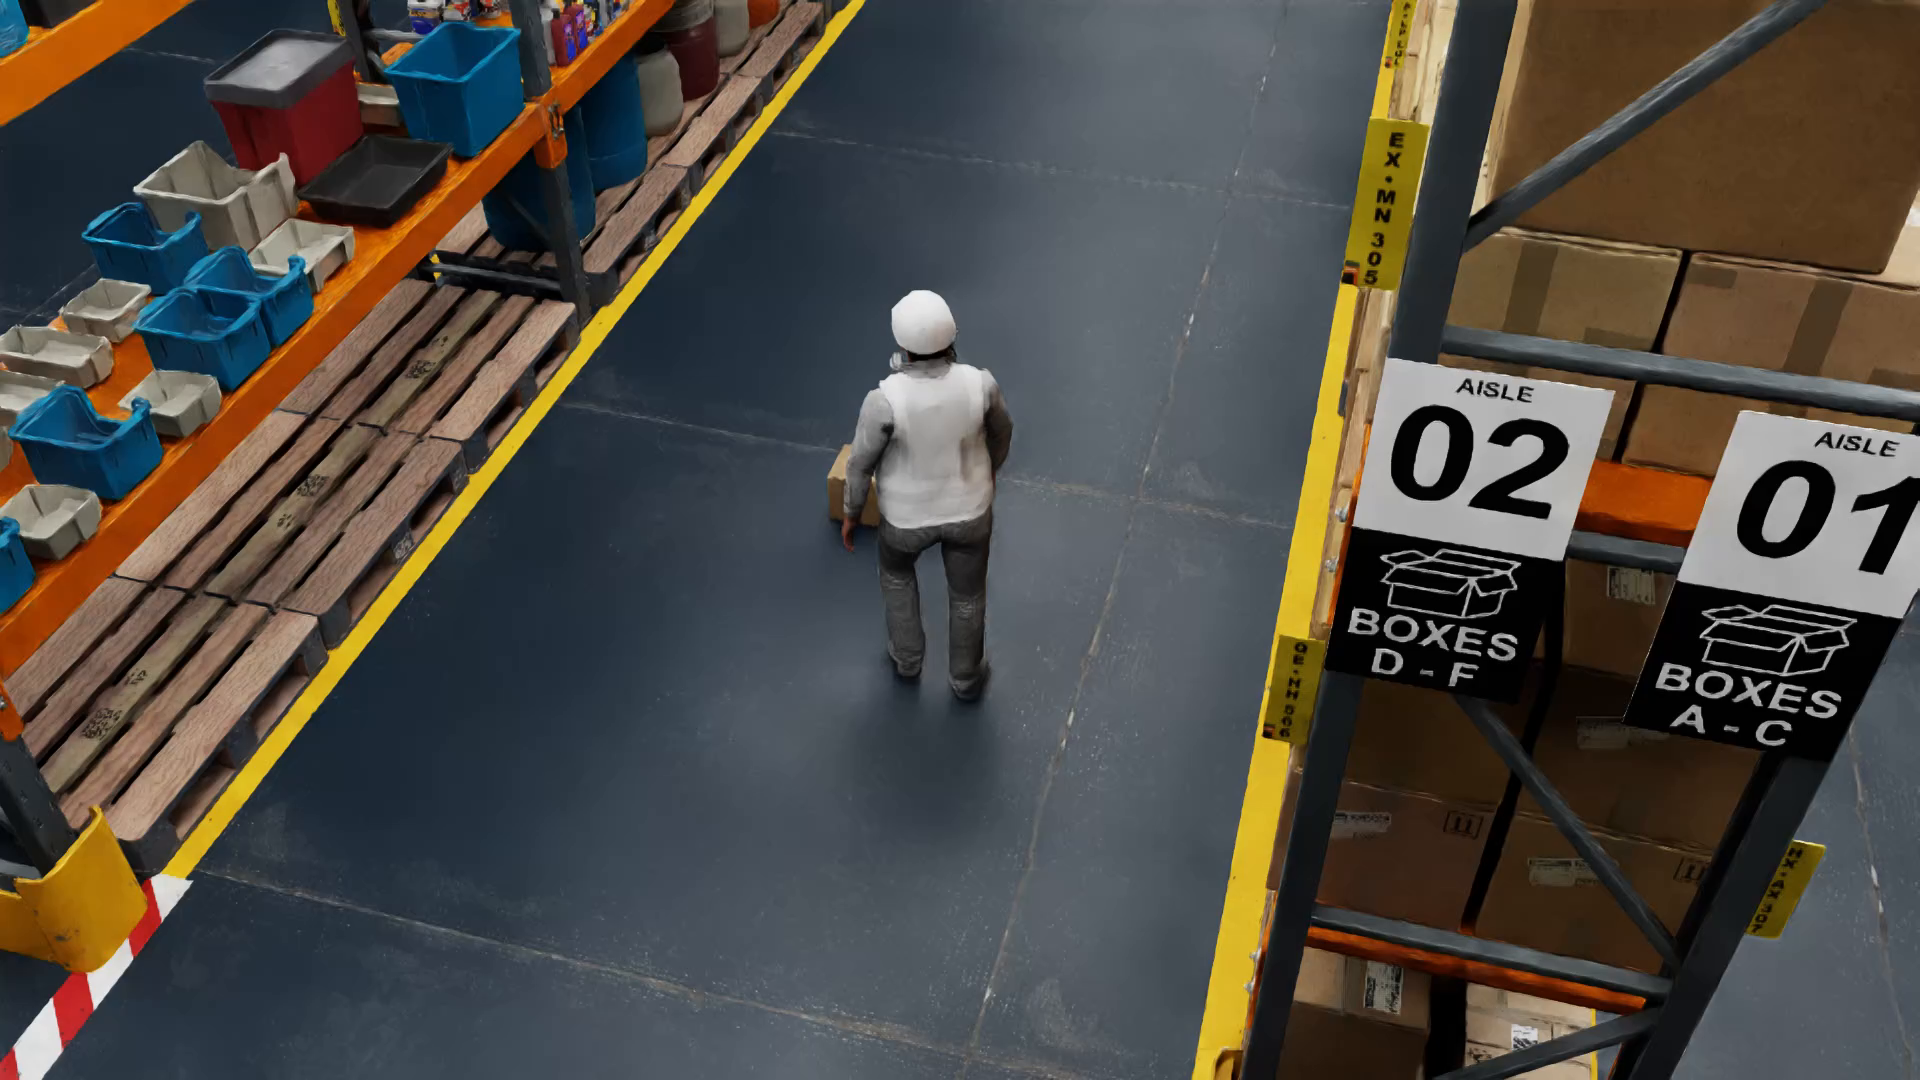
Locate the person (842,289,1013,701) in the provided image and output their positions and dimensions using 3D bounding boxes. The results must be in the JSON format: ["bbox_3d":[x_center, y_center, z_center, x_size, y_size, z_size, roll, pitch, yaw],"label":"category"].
[{"bbox_3d":[-0.123,-0.144,6.305,0.666,1.756,0.494,-5,41,-6],"label":"person"}]
